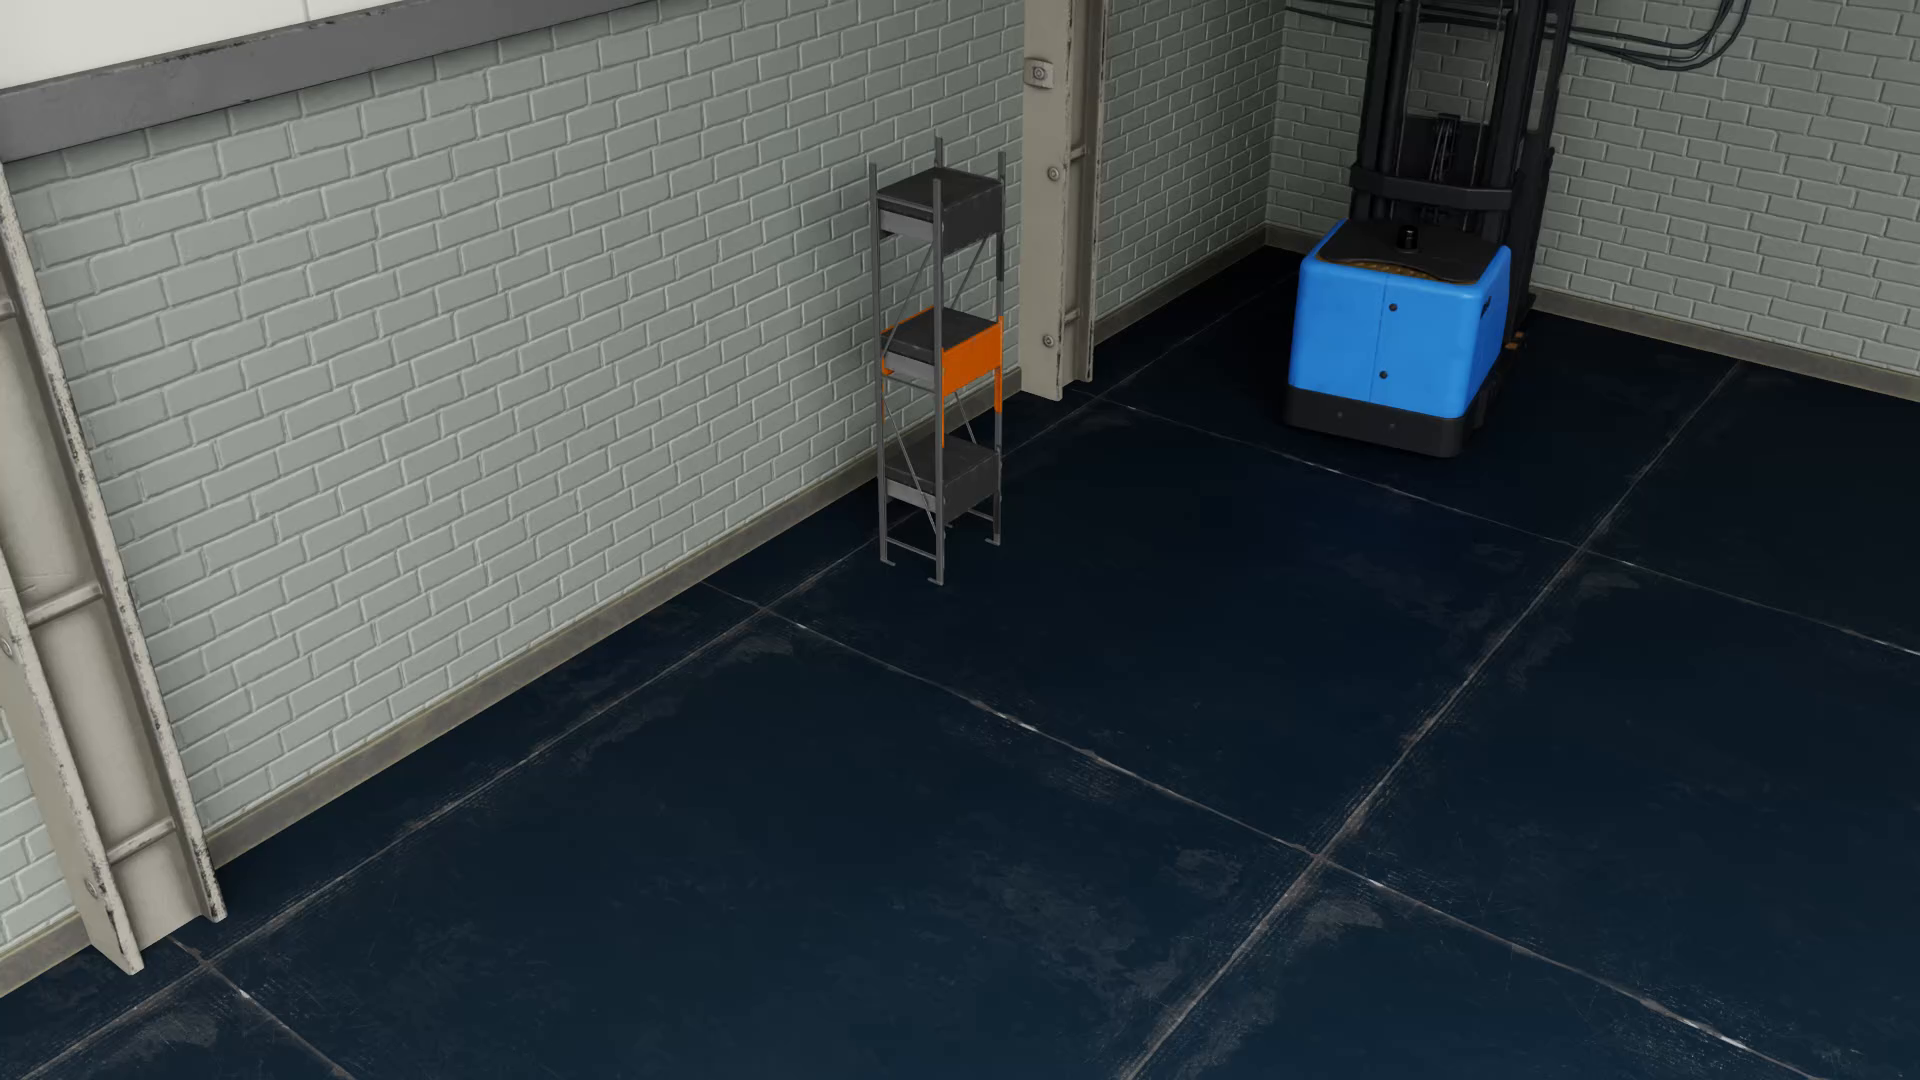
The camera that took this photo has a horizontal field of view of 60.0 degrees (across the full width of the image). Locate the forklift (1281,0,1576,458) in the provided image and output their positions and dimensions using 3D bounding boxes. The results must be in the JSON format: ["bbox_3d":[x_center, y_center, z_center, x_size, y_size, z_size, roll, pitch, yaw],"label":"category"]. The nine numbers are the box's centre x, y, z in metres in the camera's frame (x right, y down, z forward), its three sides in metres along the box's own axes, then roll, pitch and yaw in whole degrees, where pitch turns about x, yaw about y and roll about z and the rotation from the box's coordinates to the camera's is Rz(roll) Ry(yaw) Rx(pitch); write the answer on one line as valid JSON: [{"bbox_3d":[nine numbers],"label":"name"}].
[{"bbox_3d":[3.020,-2.453,10.014,1.130,2.935,3.031,15,34,23],"label":"forklift"}]

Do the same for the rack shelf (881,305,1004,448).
[{"bbox_3d":[-0.100,-0.824,8.108,0.431,0.518,0.480,21,37,31],"label":"rack shelf"}]

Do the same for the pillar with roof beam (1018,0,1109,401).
[{"bbox_3d":[4.025,-3.523,5.868,9.100,9.000,0.400,21,37,31],"label":"pillar with roof beam"}]

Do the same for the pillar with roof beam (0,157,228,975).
[{"bbox_3d":[0.404,-1.084,1.752,9.100,9.000,0.400,21,37,31],"label":"pillar with roof beam"}]

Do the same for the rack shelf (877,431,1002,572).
[{"bbox_3d":[-0.100,-0.222,8.465,0.431,0.518,0.480,21,37,31],"label":"rack shelf"}]

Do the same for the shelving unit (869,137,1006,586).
[{"bbox_3d":[-0.100,-0.836,8.101,0.431,2.100,0.503,21,37,31],"label":"shelving unit"}]

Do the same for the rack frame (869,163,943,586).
[{"bbox_3d":[-0.247,-0.737,7.934,0.400,2.100,0.015,21,37,31],"label":"rack frame"}]

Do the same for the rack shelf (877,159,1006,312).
[{"bbox_3d":[-0.100,-1.426,7.751,0.431,0.518,0.480,21,37,31],"label":"rack shelf"}]

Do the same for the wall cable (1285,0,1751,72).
[{"bbox_3d":[3.426,-4.302,10.229,3.097,2.526,0.112,21,37,31],"label":"wall cable"}]

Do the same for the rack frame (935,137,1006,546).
[{"bbox_3d":[0.047,-0.935,8.268,0.400,2.100,0.015,21,37,31],"label":"rack frame"}]
